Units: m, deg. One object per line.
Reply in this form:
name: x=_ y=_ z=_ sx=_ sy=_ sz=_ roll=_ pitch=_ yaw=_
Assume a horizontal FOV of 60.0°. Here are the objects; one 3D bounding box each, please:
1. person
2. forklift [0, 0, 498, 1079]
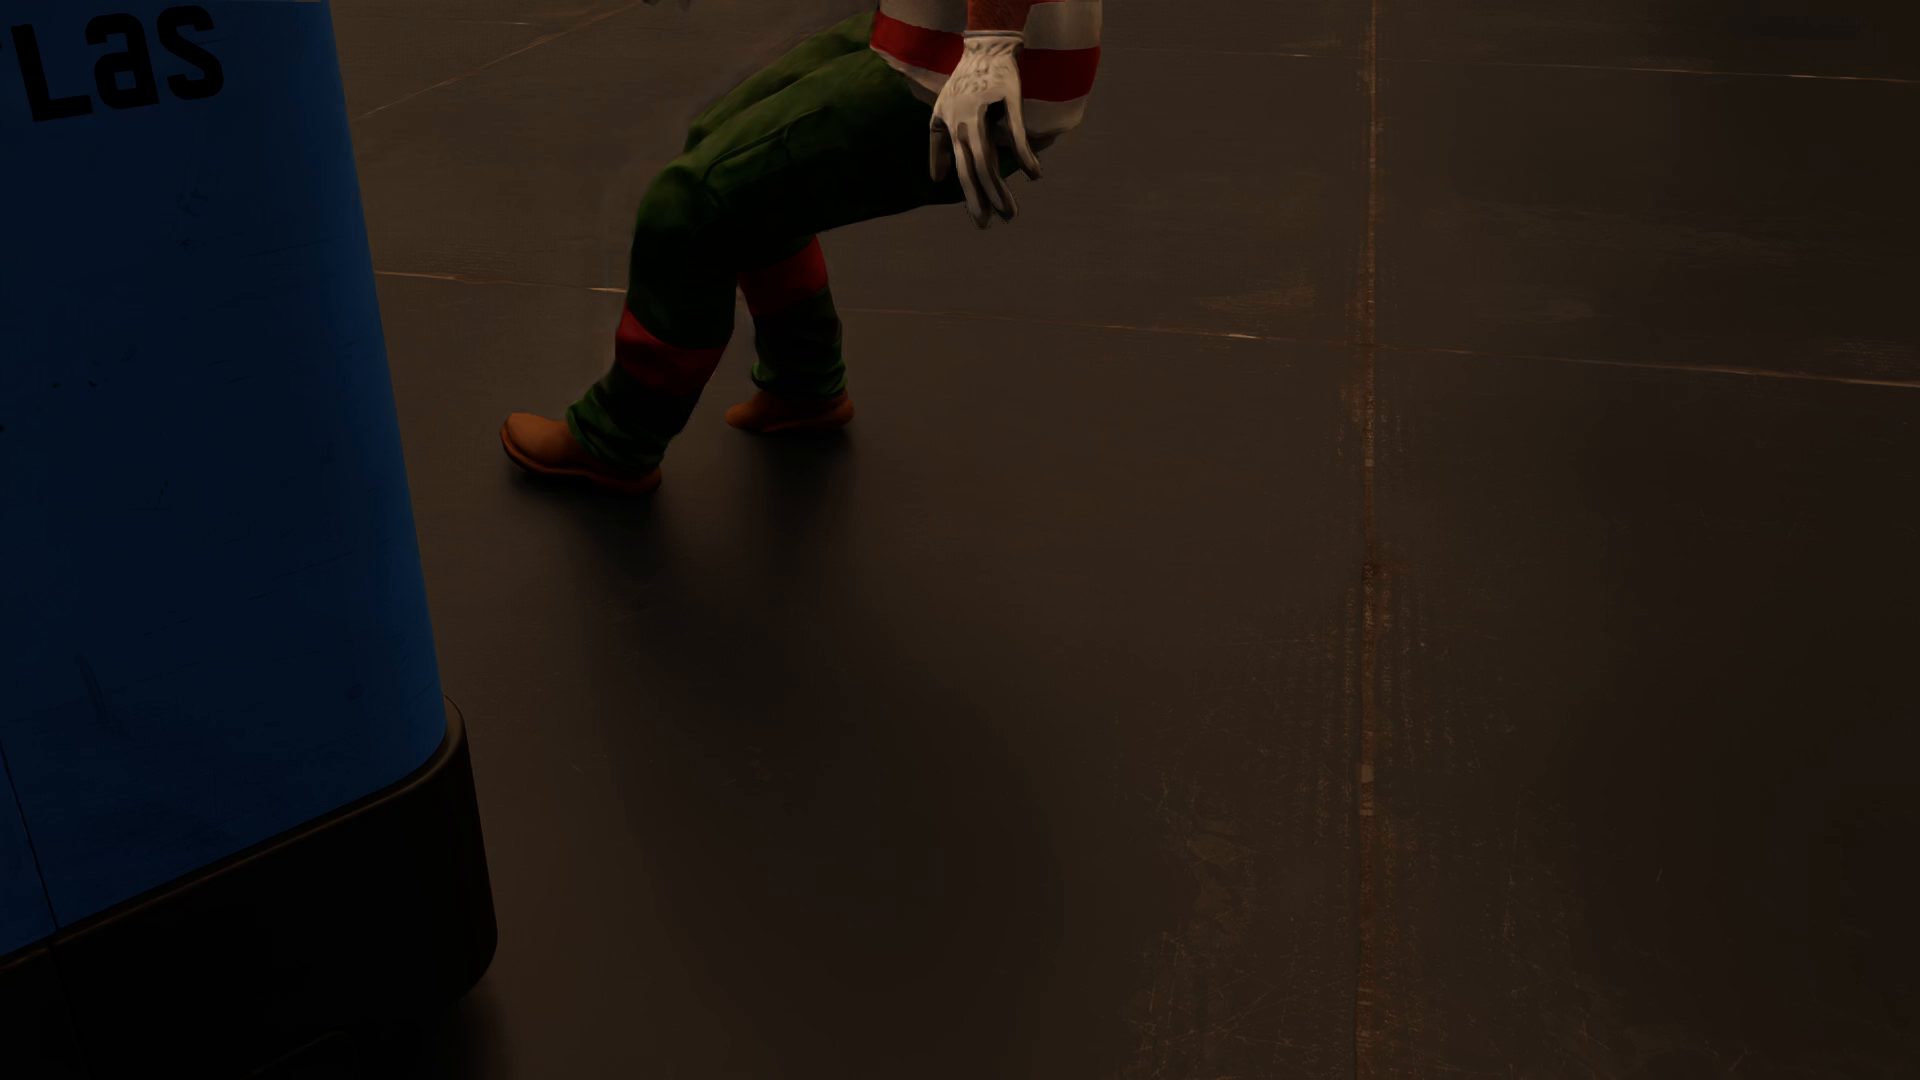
person: x=-0.284 y=-0.675 z=2.255 sx=0.946 sy=1.534 sz=0.923 roll=0 pitch=27 yaw=0
forklift: x=-1.846 y=-0.546 z=0.327 sx=3.031 sy=2.935 sz=1.130 roll=-24 pitch=35 yaw=-38
